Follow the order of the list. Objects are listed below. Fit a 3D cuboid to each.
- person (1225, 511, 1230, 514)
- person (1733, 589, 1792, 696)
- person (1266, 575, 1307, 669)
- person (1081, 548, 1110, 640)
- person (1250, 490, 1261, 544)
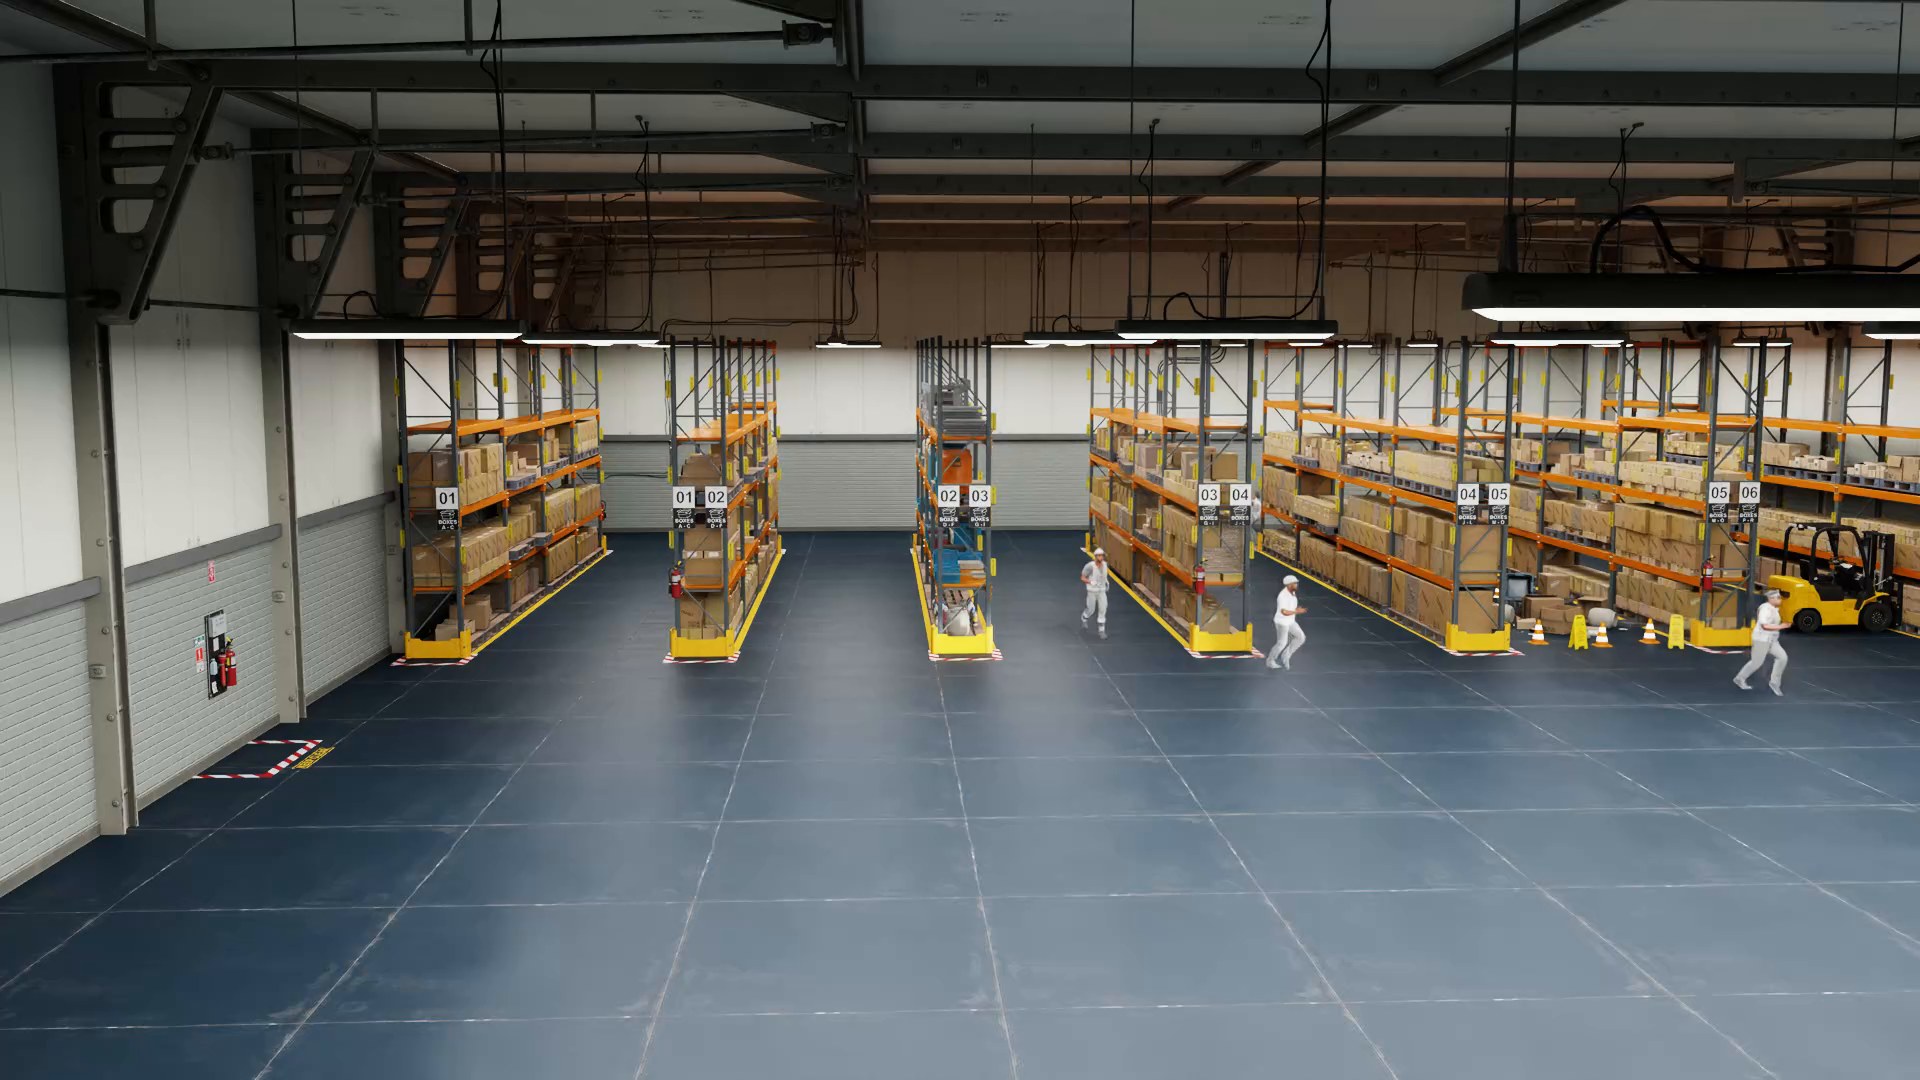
[{"bbox_3d":[7.455,-0.508,47.158,0.724,1.790,0.856,1,7,11],"label":"person"},{"bbox_3d":[13.431,1.708,27.802,0.877,1.831,0.687,6,9,42],"label":"person"},{"bbox_3d":[5.851,1.470,29.723,0.779,1.711,0.739,4,8,30],"label":"person"},{"bbox_3d":[2.723,1.043,33.401,0.686,1.780,1.050,-3,7,-25],"label":"person"},{"bbox_3d":[8.657,-0.654,49.165,0.569,1.673,0.630,1,7,10],"label":"person"}]
